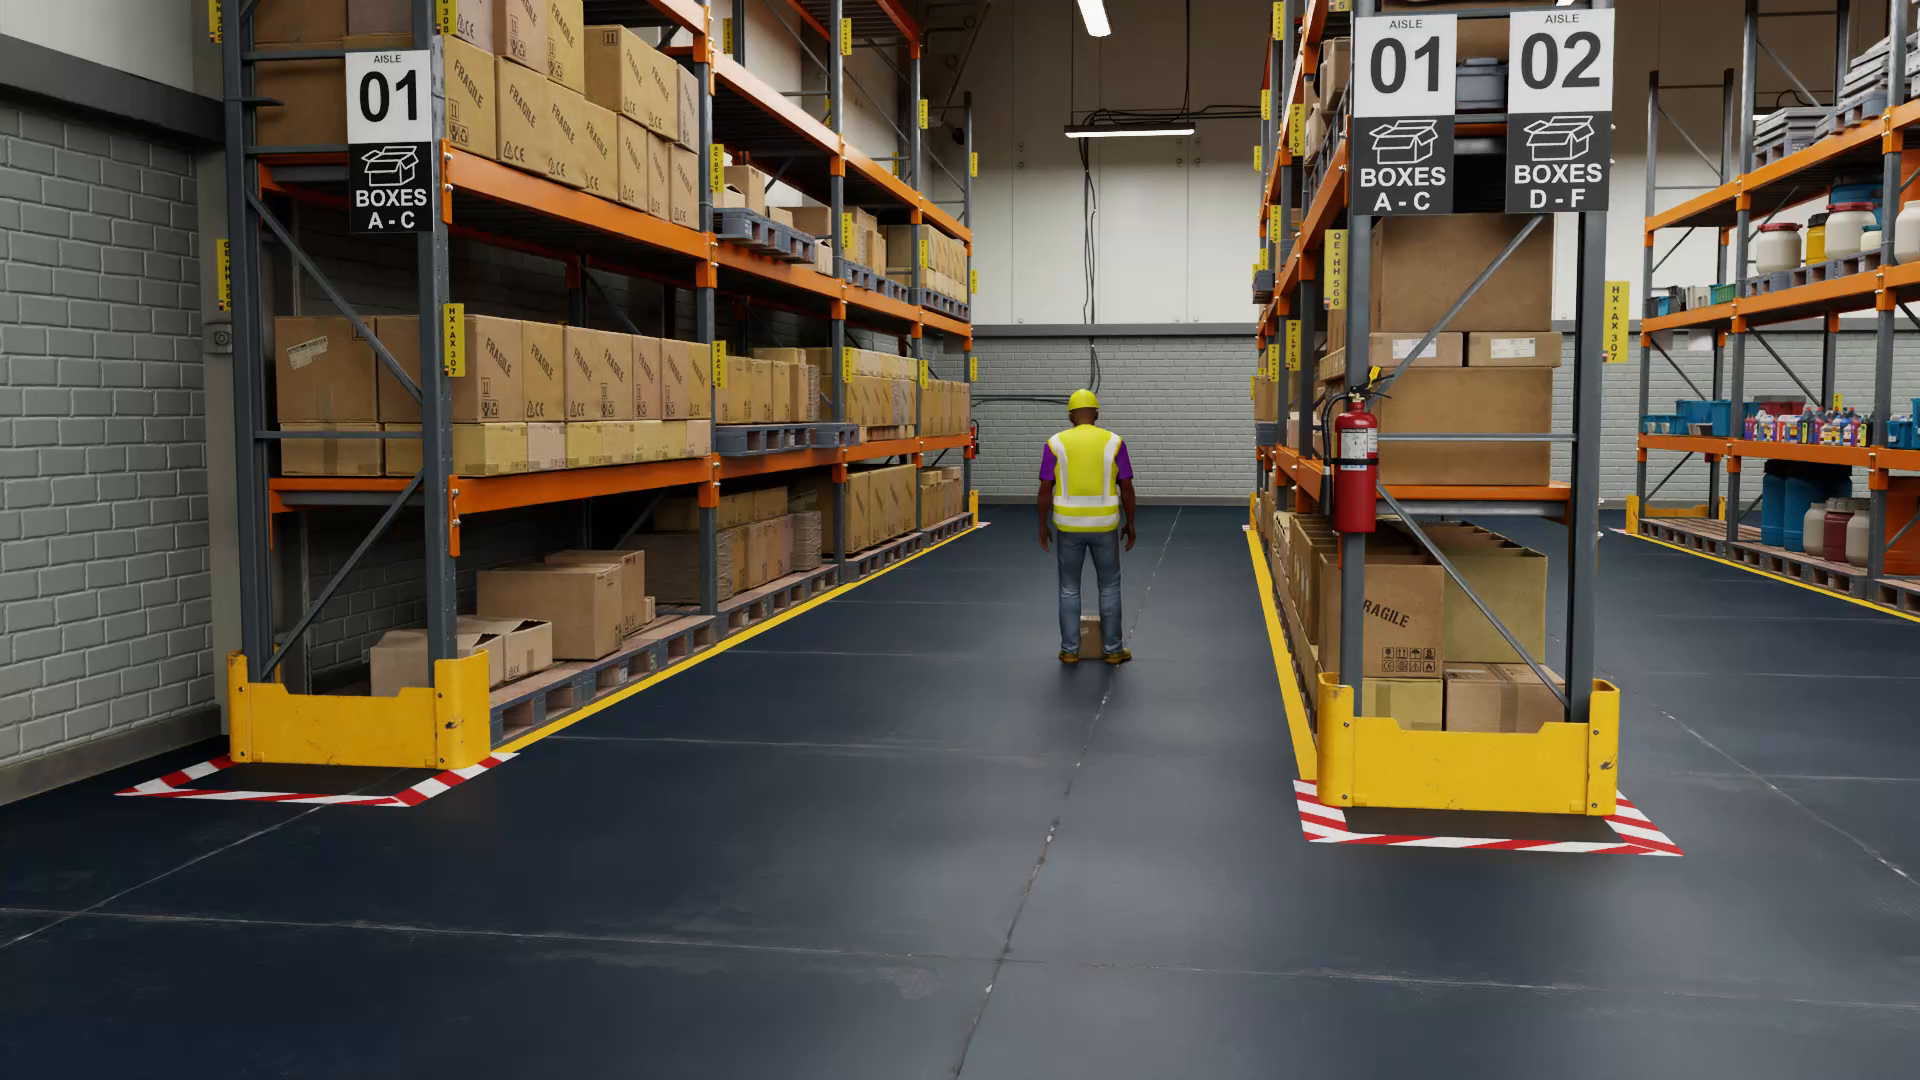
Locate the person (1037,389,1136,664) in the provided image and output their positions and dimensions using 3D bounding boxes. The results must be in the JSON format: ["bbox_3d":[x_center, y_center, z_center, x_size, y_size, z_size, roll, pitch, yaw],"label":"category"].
[{"bbox_3d":[0.817,-0.092,10.730,0.632,1.759,0.461,0,4,5],"label":"person"}]
